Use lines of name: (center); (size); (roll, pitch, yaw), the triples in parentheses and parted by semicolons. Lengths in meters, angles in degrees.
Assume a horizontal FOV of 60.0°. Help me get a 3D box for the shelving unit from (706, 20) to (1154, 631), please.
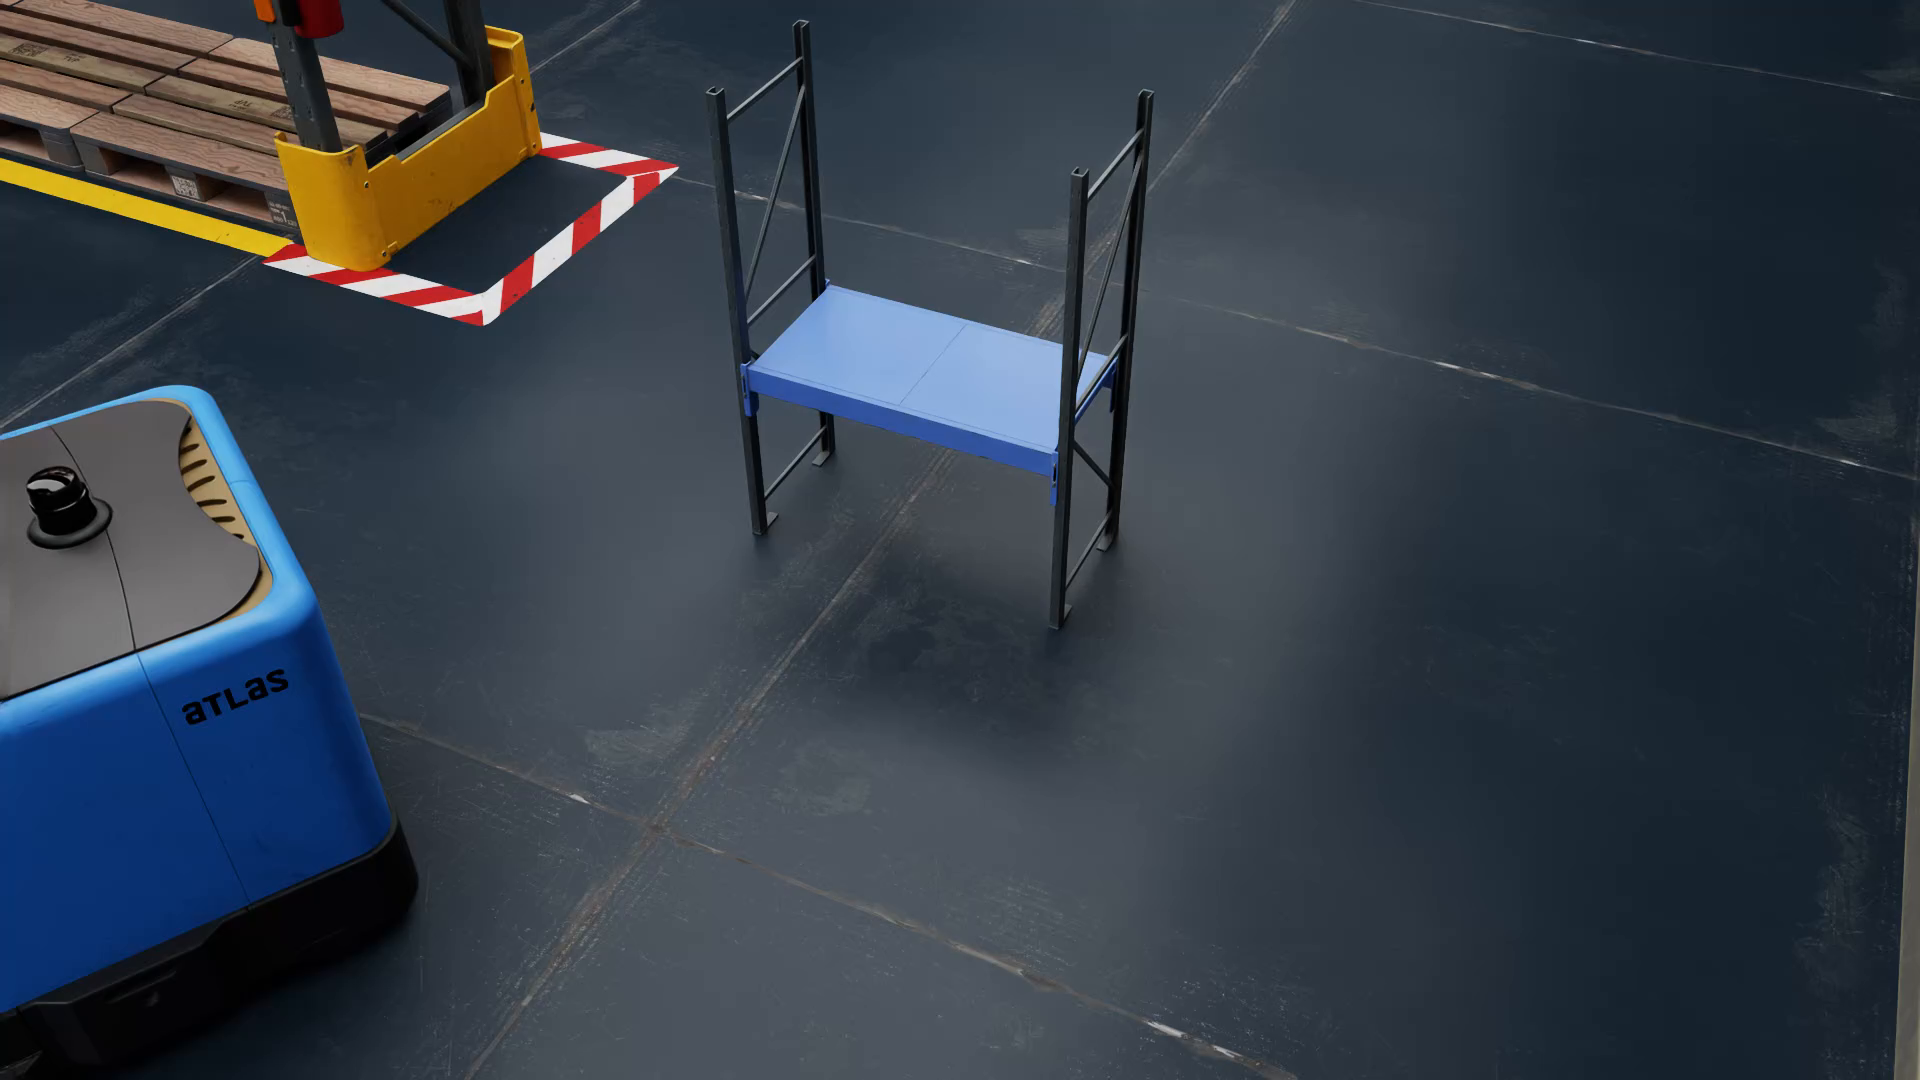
shelving unit: (-0.077, -0.590, 4.786); (1.048, 1.500, 0.538); (17, 44, 19)

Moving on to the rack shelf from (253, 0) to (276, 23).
rack shelf: (-4.032, -2.834, 6.779); (4.000, 0.370, 1.077); (17, 44, 19)

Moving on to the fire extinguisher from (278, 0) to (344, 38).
fire extinguisher: (-2.275, -2.071, 5.692); (0.183, 0.674, 0.296); (17, 44, 19)

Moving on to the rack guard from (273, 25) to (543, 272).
rack guard: (-2.192, -1.609, 6.724); (0.348, 0.500, 1.175); (17, 44, 19)

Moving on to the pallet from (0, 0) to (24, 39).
pallet: (-5.161, -2.426, 7.887); (1.213, 0.211, 1.003); (17, 44, 19)

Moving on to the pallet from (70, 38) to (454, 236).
pallet: (-2.950, -1.750, 7.108); (1.213, 0.211, 1.003); (17, 44, 19)

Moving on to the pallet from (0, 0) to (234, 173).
pallet: (-4.052, -2.089, 7.498); (1.213, 0.211, 1.003); (17, 44, 19)

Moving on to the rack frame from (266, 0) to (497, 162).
rack frame: (-2.219, -2.552, 5.904); (0.127, 3.000, 1.000); (17, 44, 19)

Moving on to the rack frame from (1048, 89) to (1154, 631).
rack frame: (0.383, -0.450, 4.624); (0.032, 1.500, 0.500); (17, 44, 19)

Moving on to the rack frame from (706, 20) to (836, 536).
rack frame: (-0.538, -0.731, 4.948); (0.032, 1.500, 0.500); (17, 44, 19)

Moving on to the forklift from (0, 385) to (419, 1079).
forklift: (-2.865, 0.088, 2.911); (3.031, 2.935, 1.130); (-23, 46, -24)

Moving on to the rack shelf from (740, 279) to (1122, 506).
rack shelf: (-0.077, -0.454, 4.904); (1.000, 0.185, 0.538); (17, 44, 19)
